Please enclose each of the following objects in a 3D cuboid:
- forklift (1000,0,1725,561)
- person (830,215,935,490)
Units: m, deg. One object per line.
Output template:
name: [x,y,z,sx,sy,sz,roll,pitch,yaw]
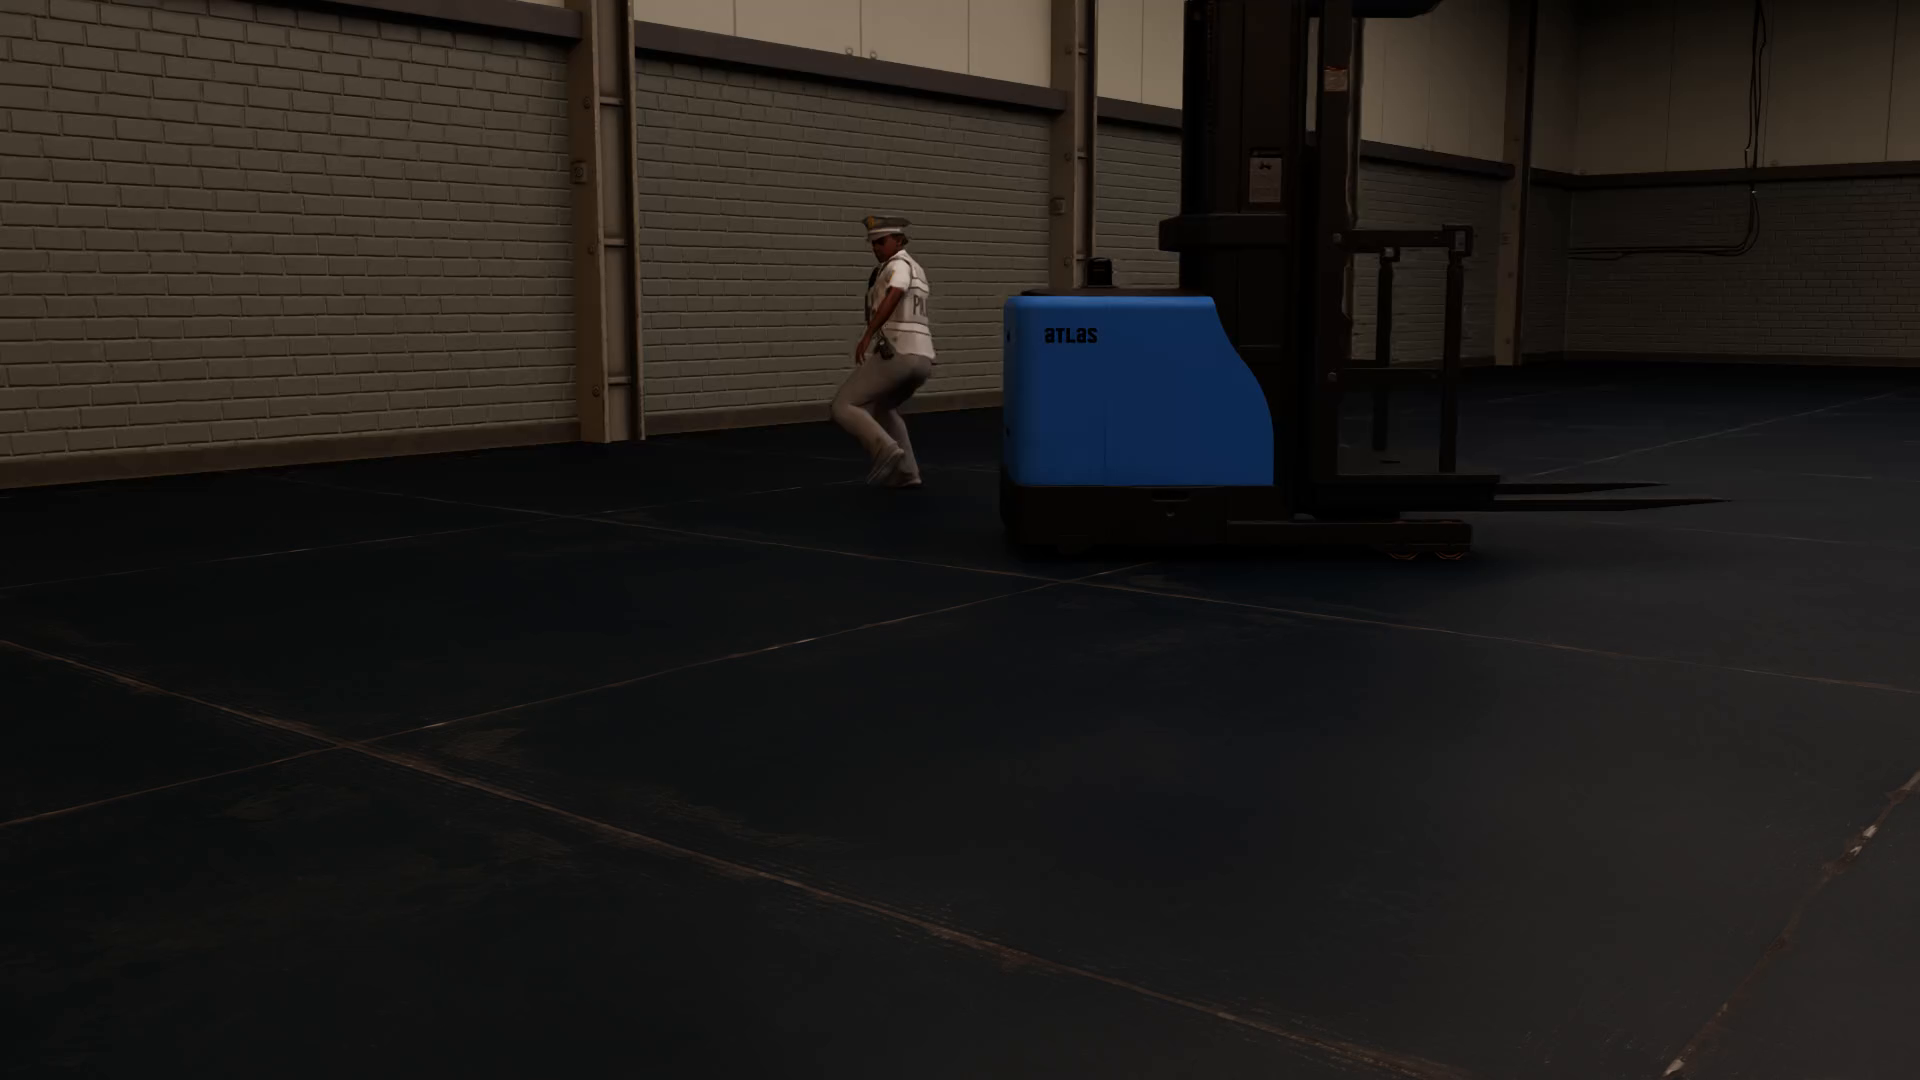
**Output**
forklift: [1.714,-1.441,7.130,3.031,2.935,1.130,0,8,-2]
person: [-0.373,-1.002,9.160,0.485,1.548,0.995,3,9,22]
